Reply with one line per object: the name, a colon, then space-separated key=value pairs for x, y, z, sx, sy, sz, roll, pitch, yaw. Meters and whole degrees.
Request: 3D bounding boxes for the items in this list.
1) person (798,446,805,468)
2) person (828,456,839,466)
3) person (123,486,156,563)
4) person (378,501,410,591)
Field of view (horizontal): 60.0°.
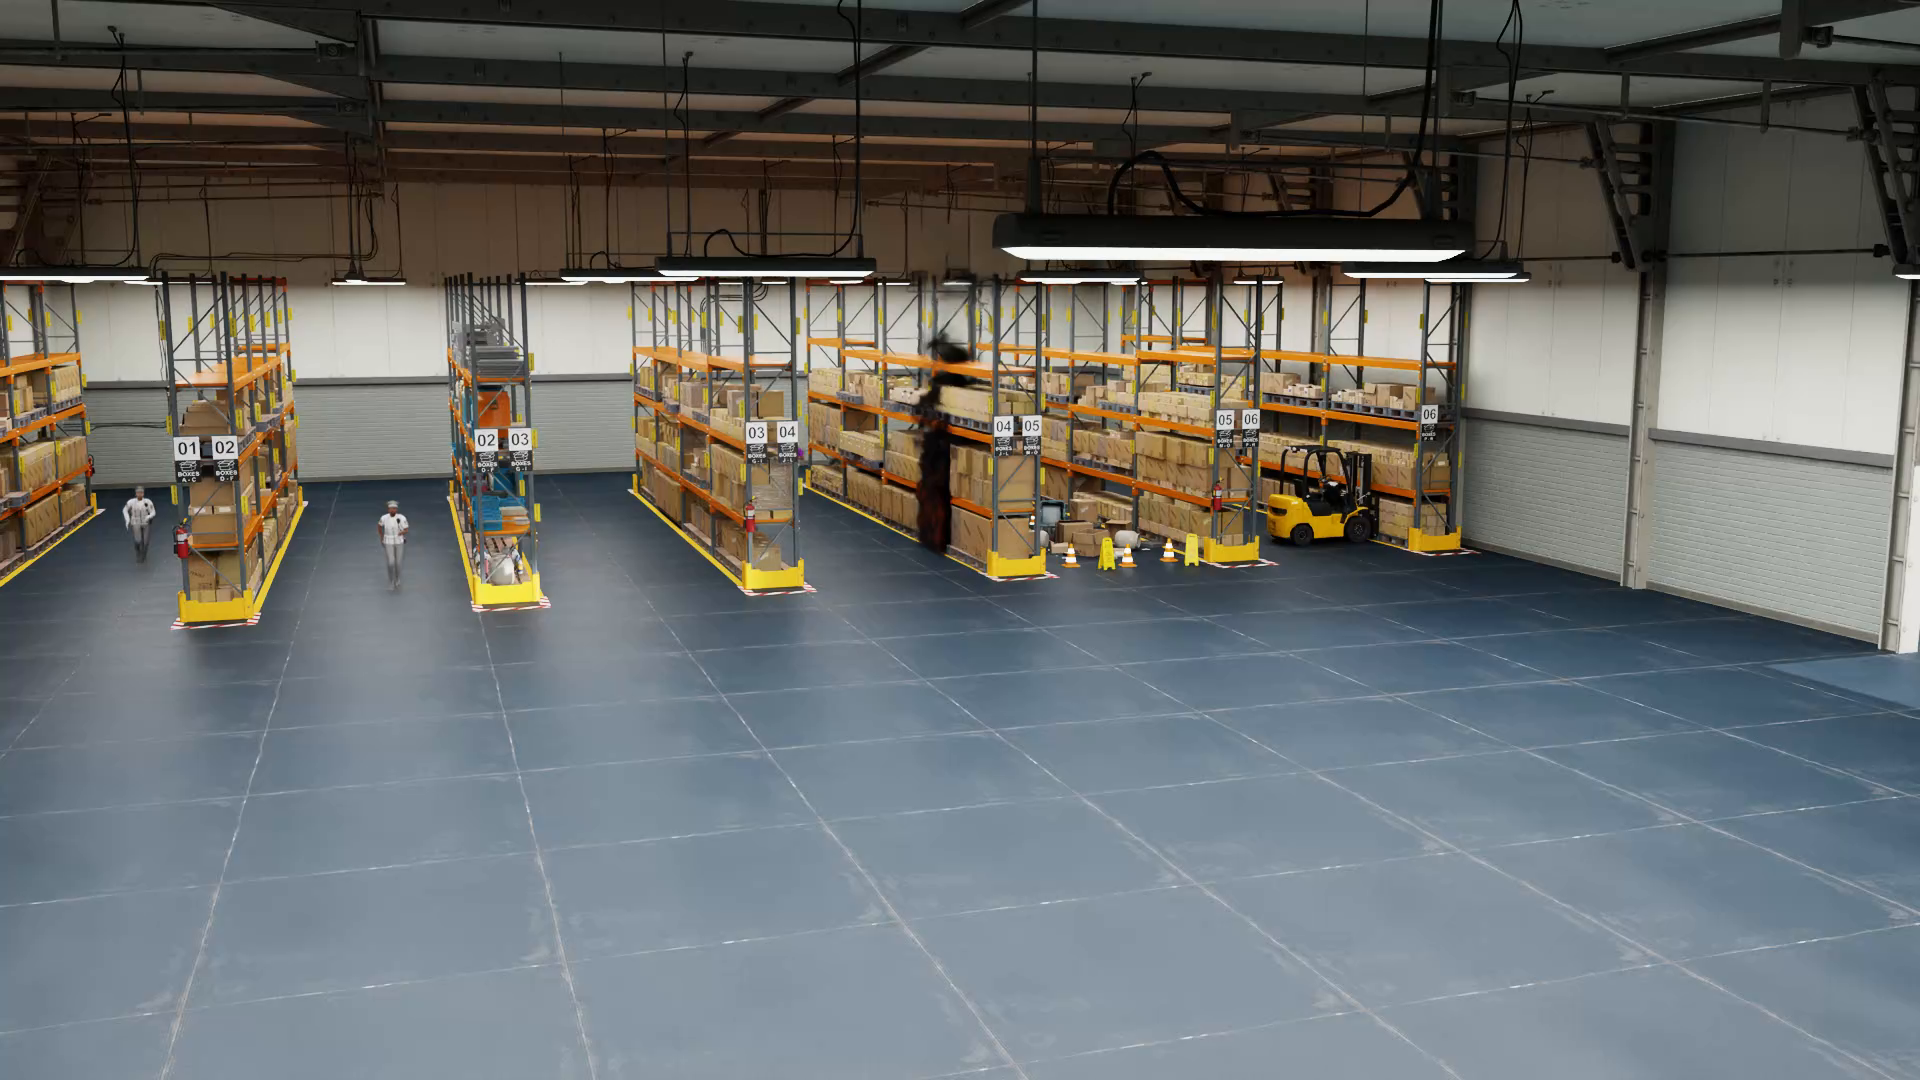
person: x=-4.530 y=-1.904 z=44.866 sx=0.666 sy=1.827 sz=0.807 roll=-2 pitch=9 yaw=-13
person: x=-3.775 y=-2.661 z=49.950 sx=0.838 sy=1.731 sz=0.663 roll=3 pitch=9 yaw=18
person: x=-17.033 y=-0.311 z=34.577 sx=0.583 sy=1.642 sz=0.700 roll=-6 pitch=10 yaw=-32
person: x=-10.834 y=0.109 z=31.890 sx=0.562 sy=1.753 sz=0.757 roll=-4 pitch=9 yaw=-23
